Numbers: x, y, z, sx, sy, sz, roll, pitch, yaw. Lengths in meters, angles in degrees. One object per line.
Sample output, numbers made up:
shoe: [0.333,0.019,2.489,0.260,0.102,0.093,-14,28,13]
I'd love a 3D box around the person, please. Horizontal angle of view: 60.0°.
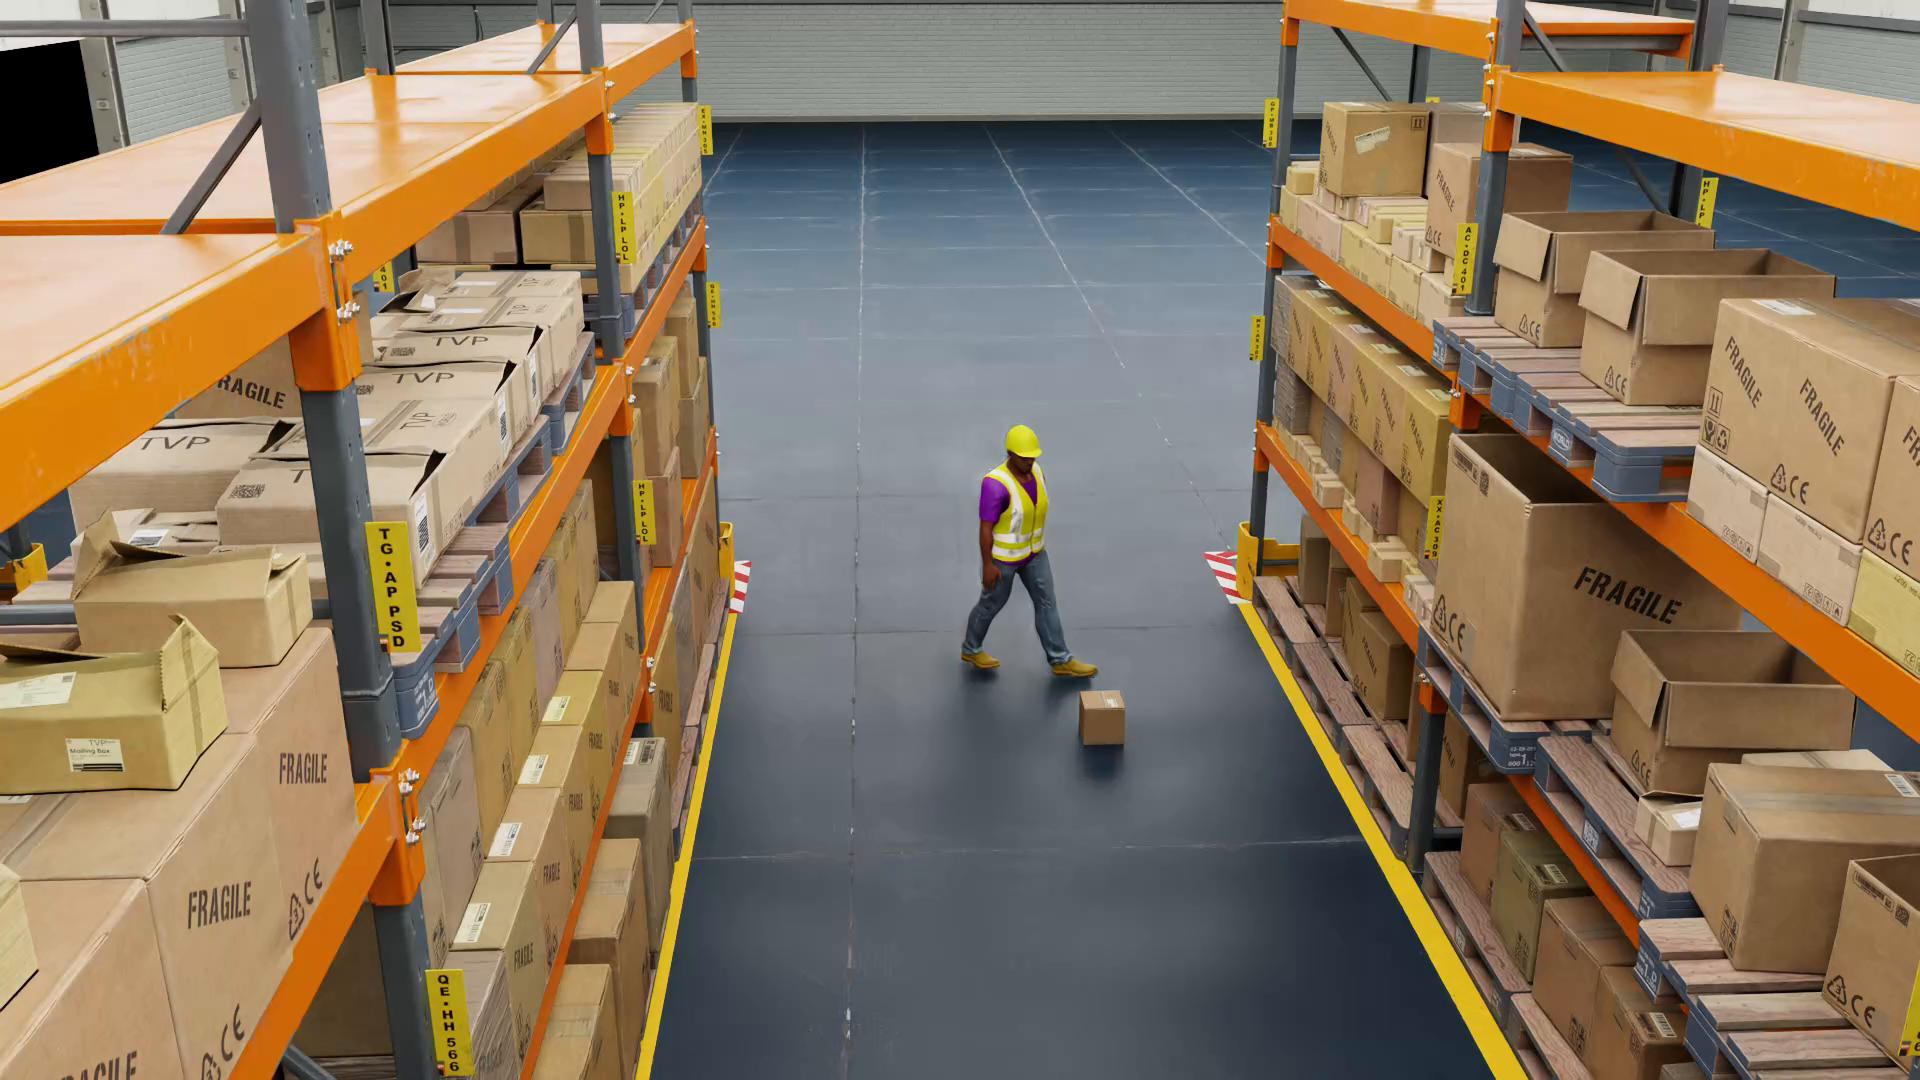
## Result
person: [0.394,0.074,10.822,0.881,1.725,0.649,18,27,40]
